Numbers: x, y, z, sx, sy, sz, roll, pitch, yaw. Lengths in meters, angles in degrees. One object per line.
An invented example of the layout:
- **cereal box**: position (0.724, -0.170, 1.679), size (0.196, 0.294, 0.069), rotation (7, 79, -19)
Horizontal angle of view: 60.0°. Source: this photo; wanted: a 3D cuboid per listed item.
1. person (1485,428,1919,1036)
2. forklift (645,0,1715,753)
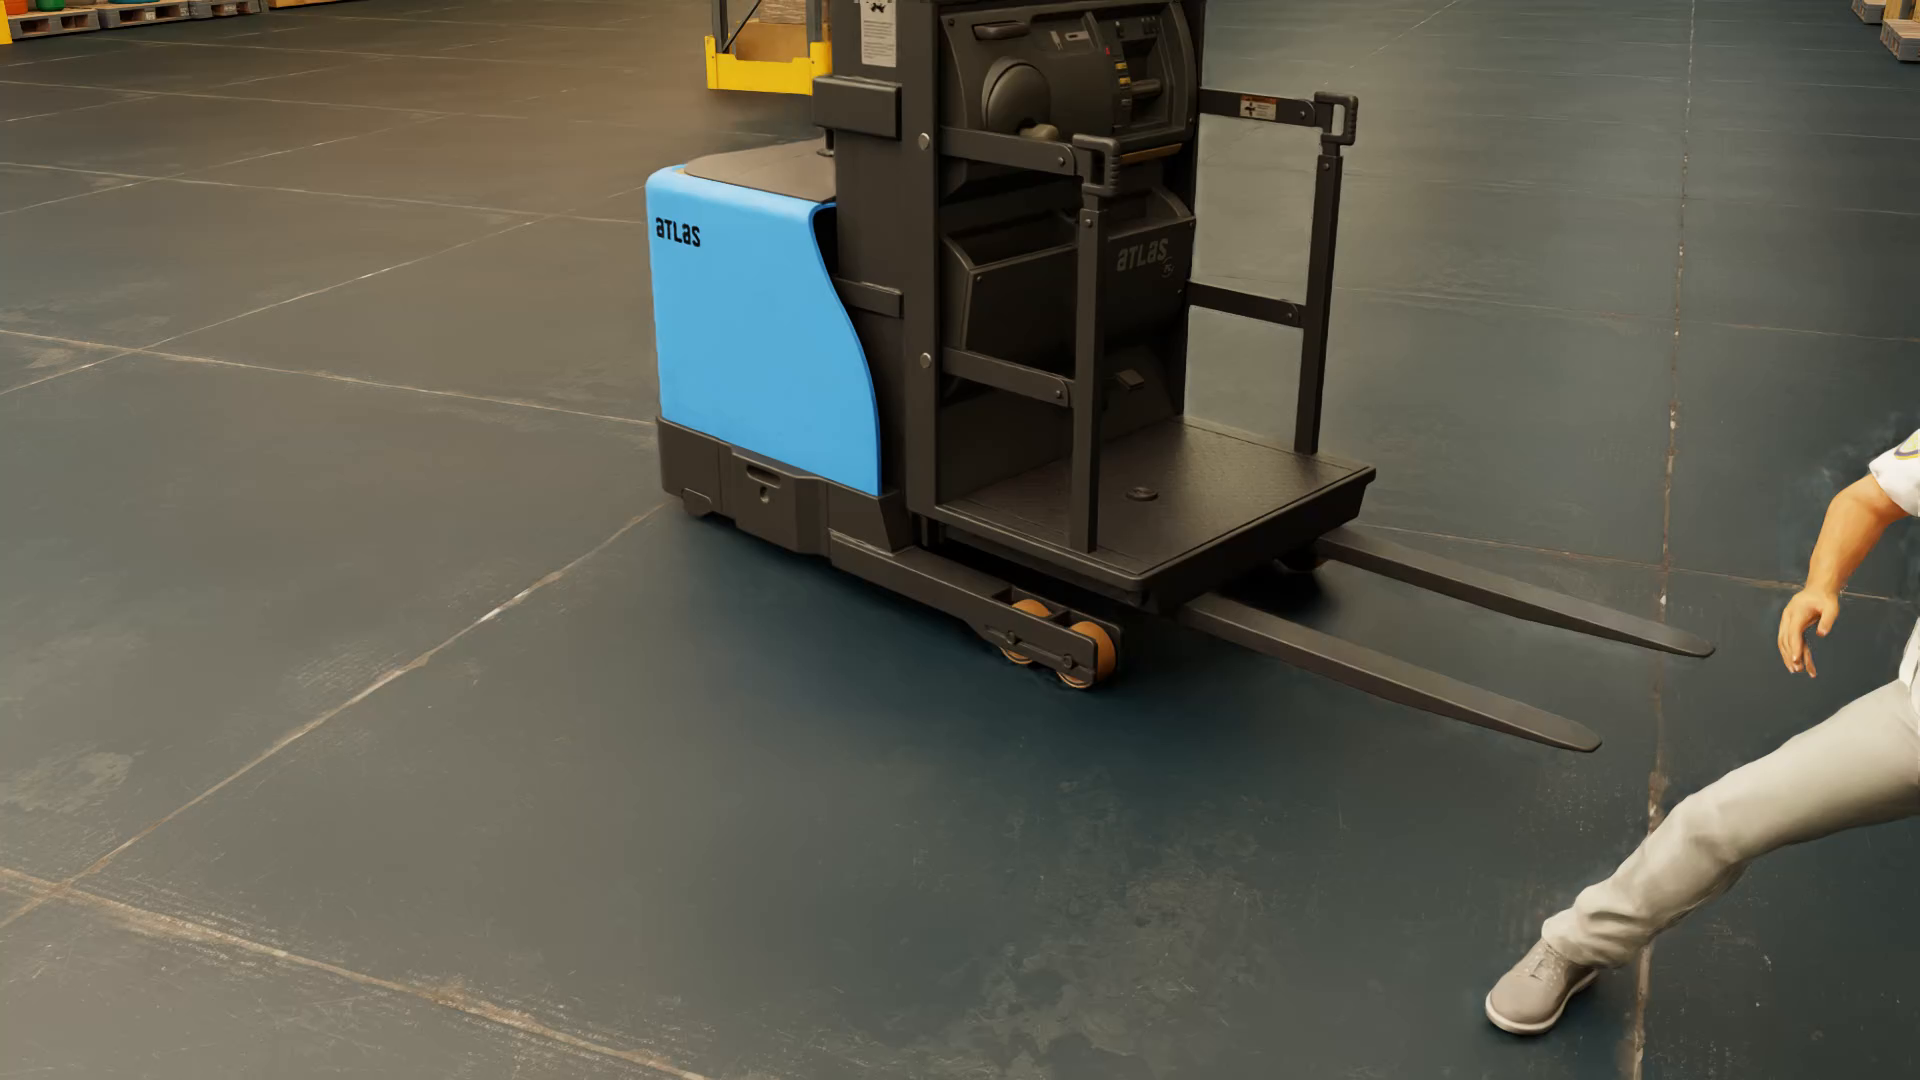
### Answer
- **person**: position (1.559, 0.316, 2.447), size (0.809, 1.455, 1.253), rotation (-12, 25, -26)
- **forklift**: position (0.455, -1.204, 4.173), size (3.031, 2.935, 1.130), rotation (20, 30, 40)
